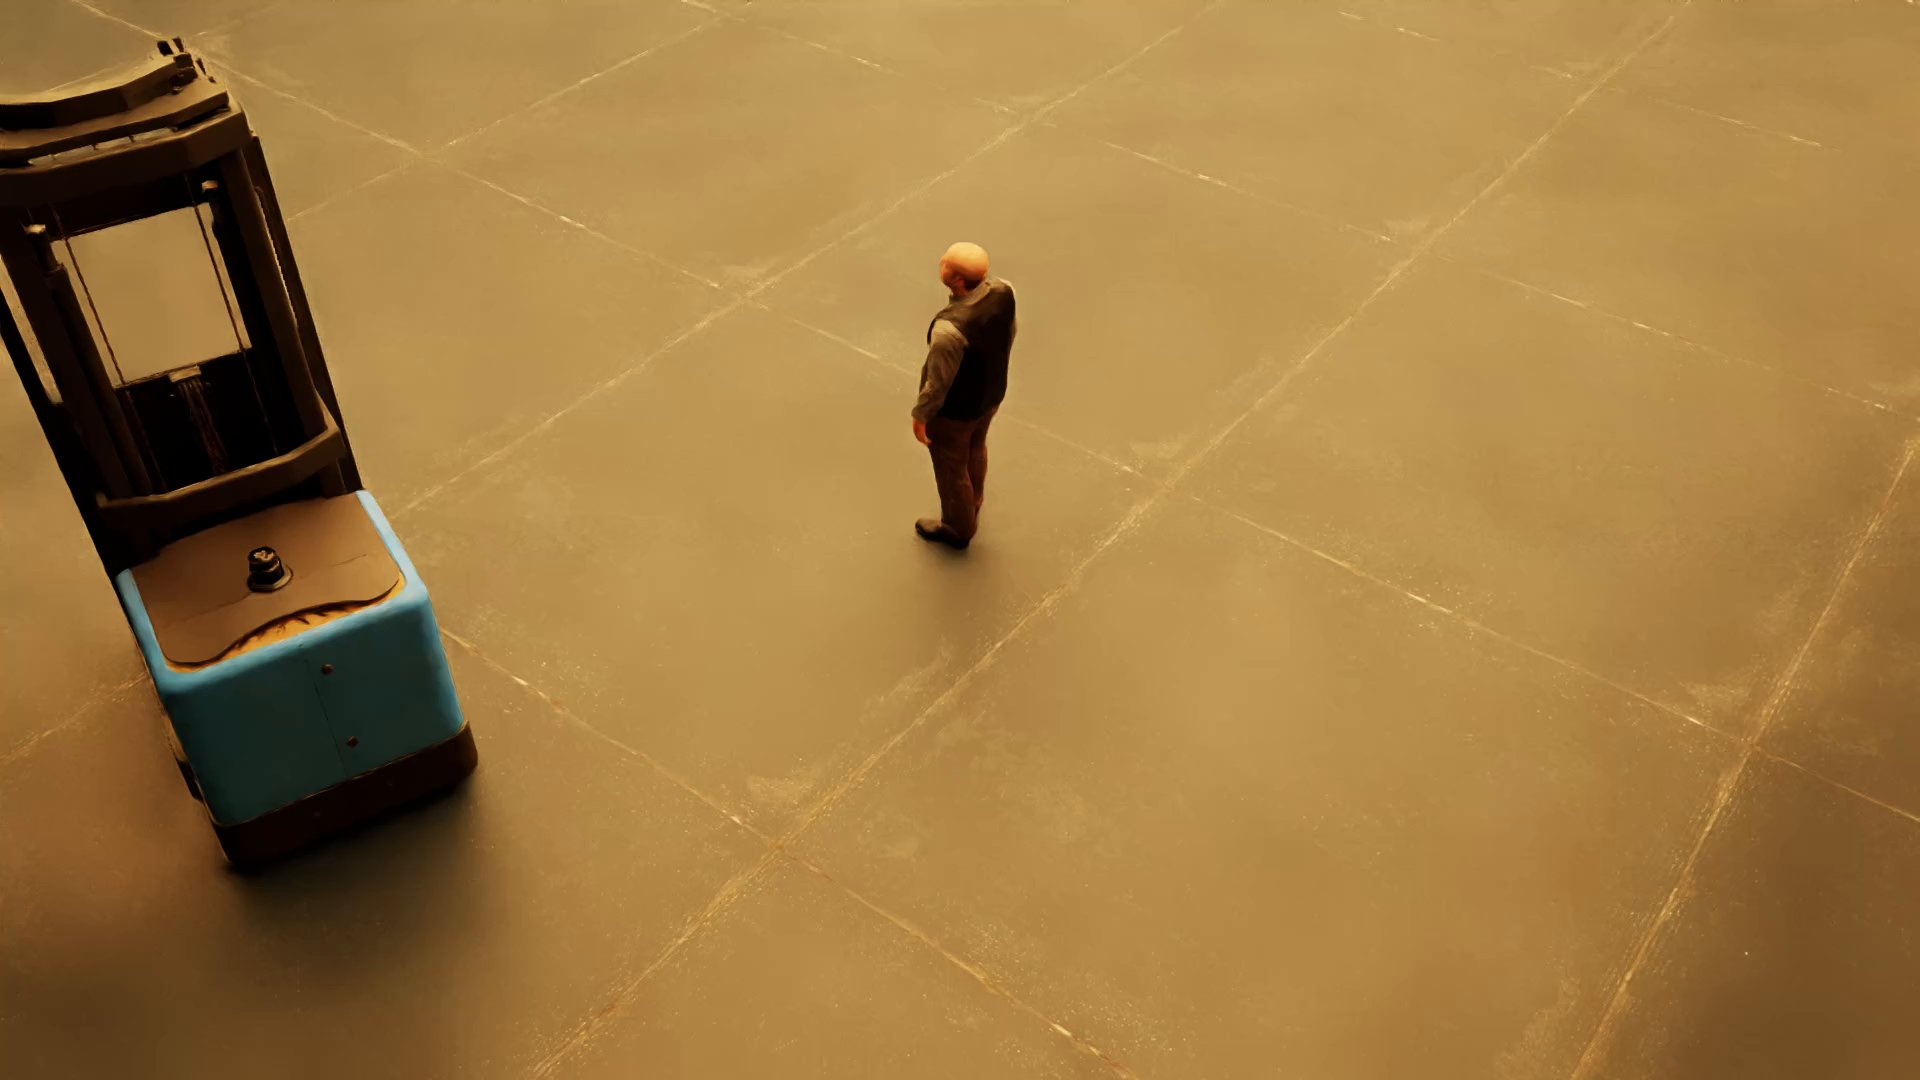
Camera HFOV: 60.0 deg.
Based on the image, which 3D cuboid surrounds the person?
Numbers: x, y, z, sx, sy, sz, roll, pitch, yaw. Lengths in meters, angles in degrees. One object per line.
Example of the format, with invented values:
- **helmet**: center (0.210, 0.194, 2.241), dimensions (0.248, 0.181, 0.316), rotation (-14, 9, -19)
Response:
- **person**: center (-0.045, -0.689, 7.804), dimensions (0.567, 1.720, 0.632), rotation (26, 47, 28)

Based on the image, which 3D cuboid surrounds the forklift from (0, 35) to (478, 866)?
- **forklift**: center (-3.280, -0.735, 6.936), dimensions (1.130, 2.935, 3.031), rotation (-23, 45, -24)
